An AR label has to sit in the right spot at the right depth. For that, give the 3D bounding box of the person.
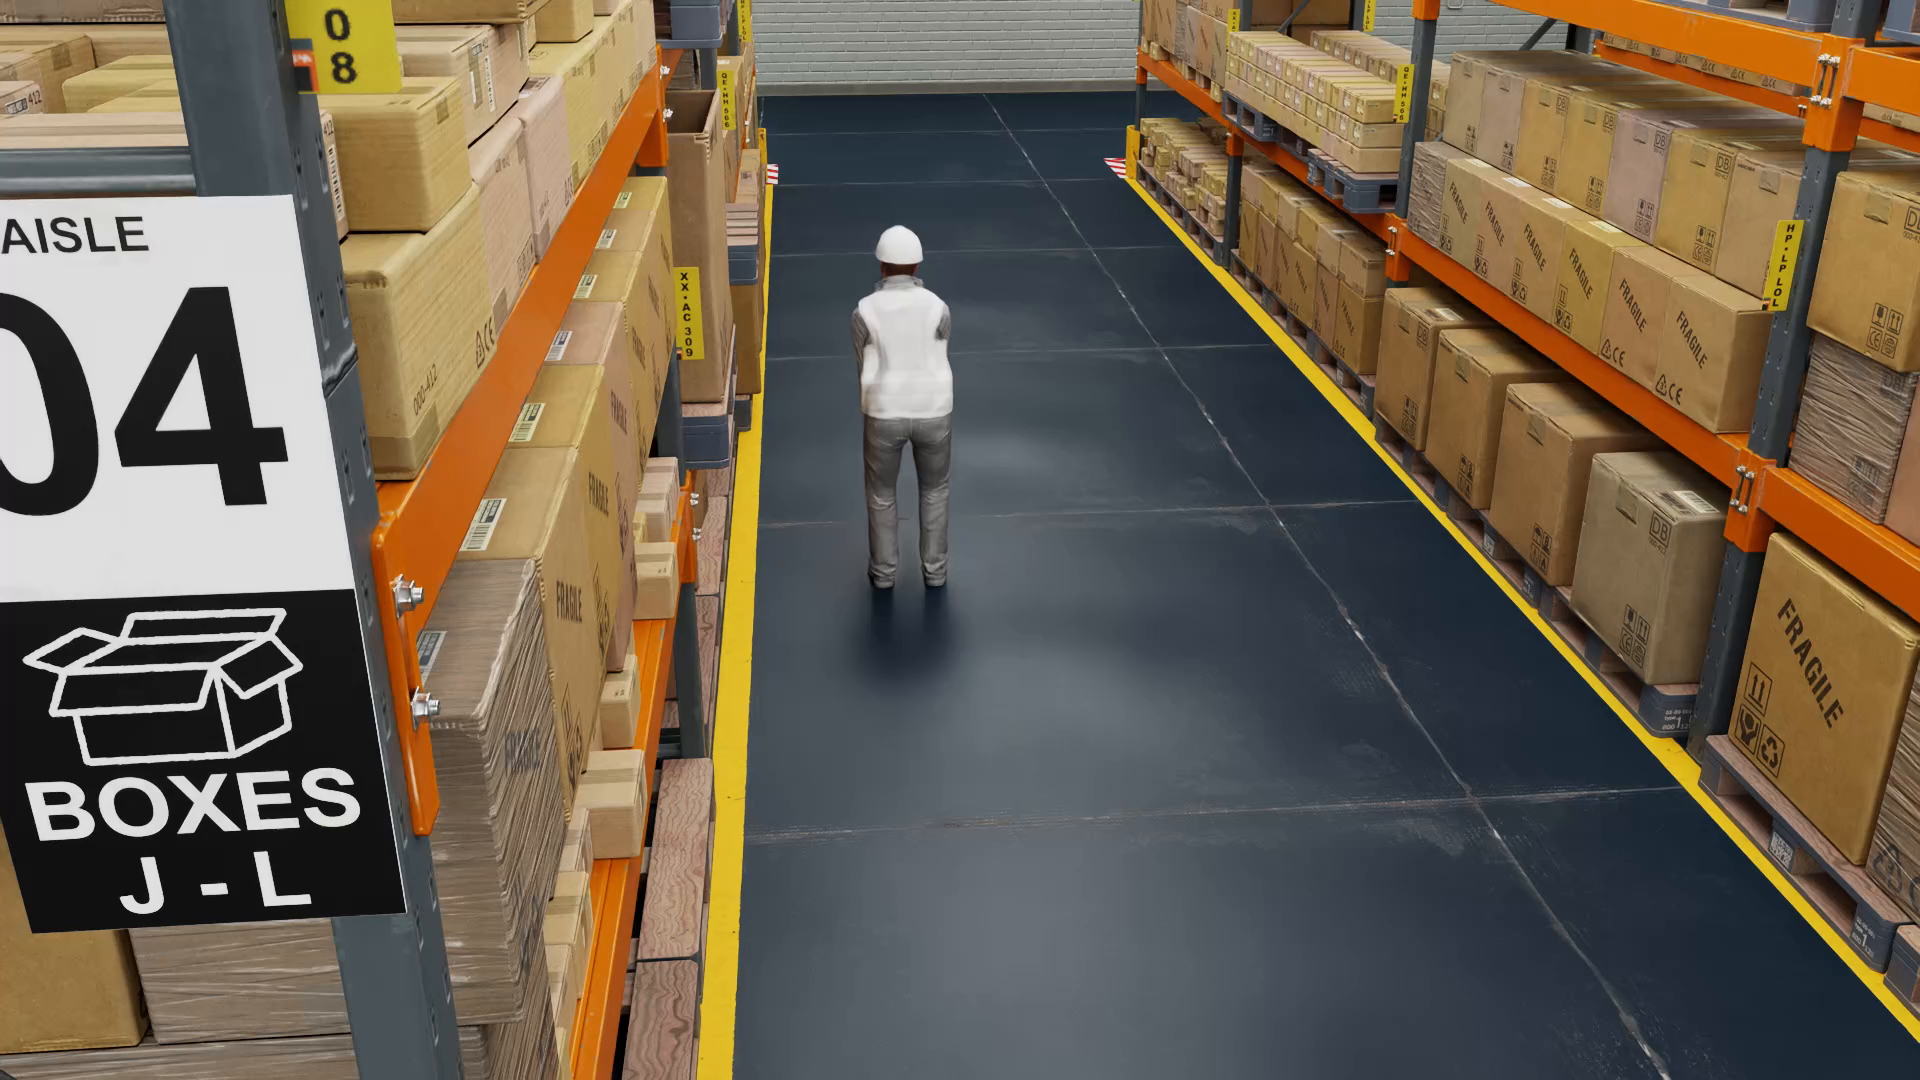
[{"bbox_3d":[-0.281,-0.642,8.068,0.484,1.756,0.582,-3,24,-6],"label":"person"}]
